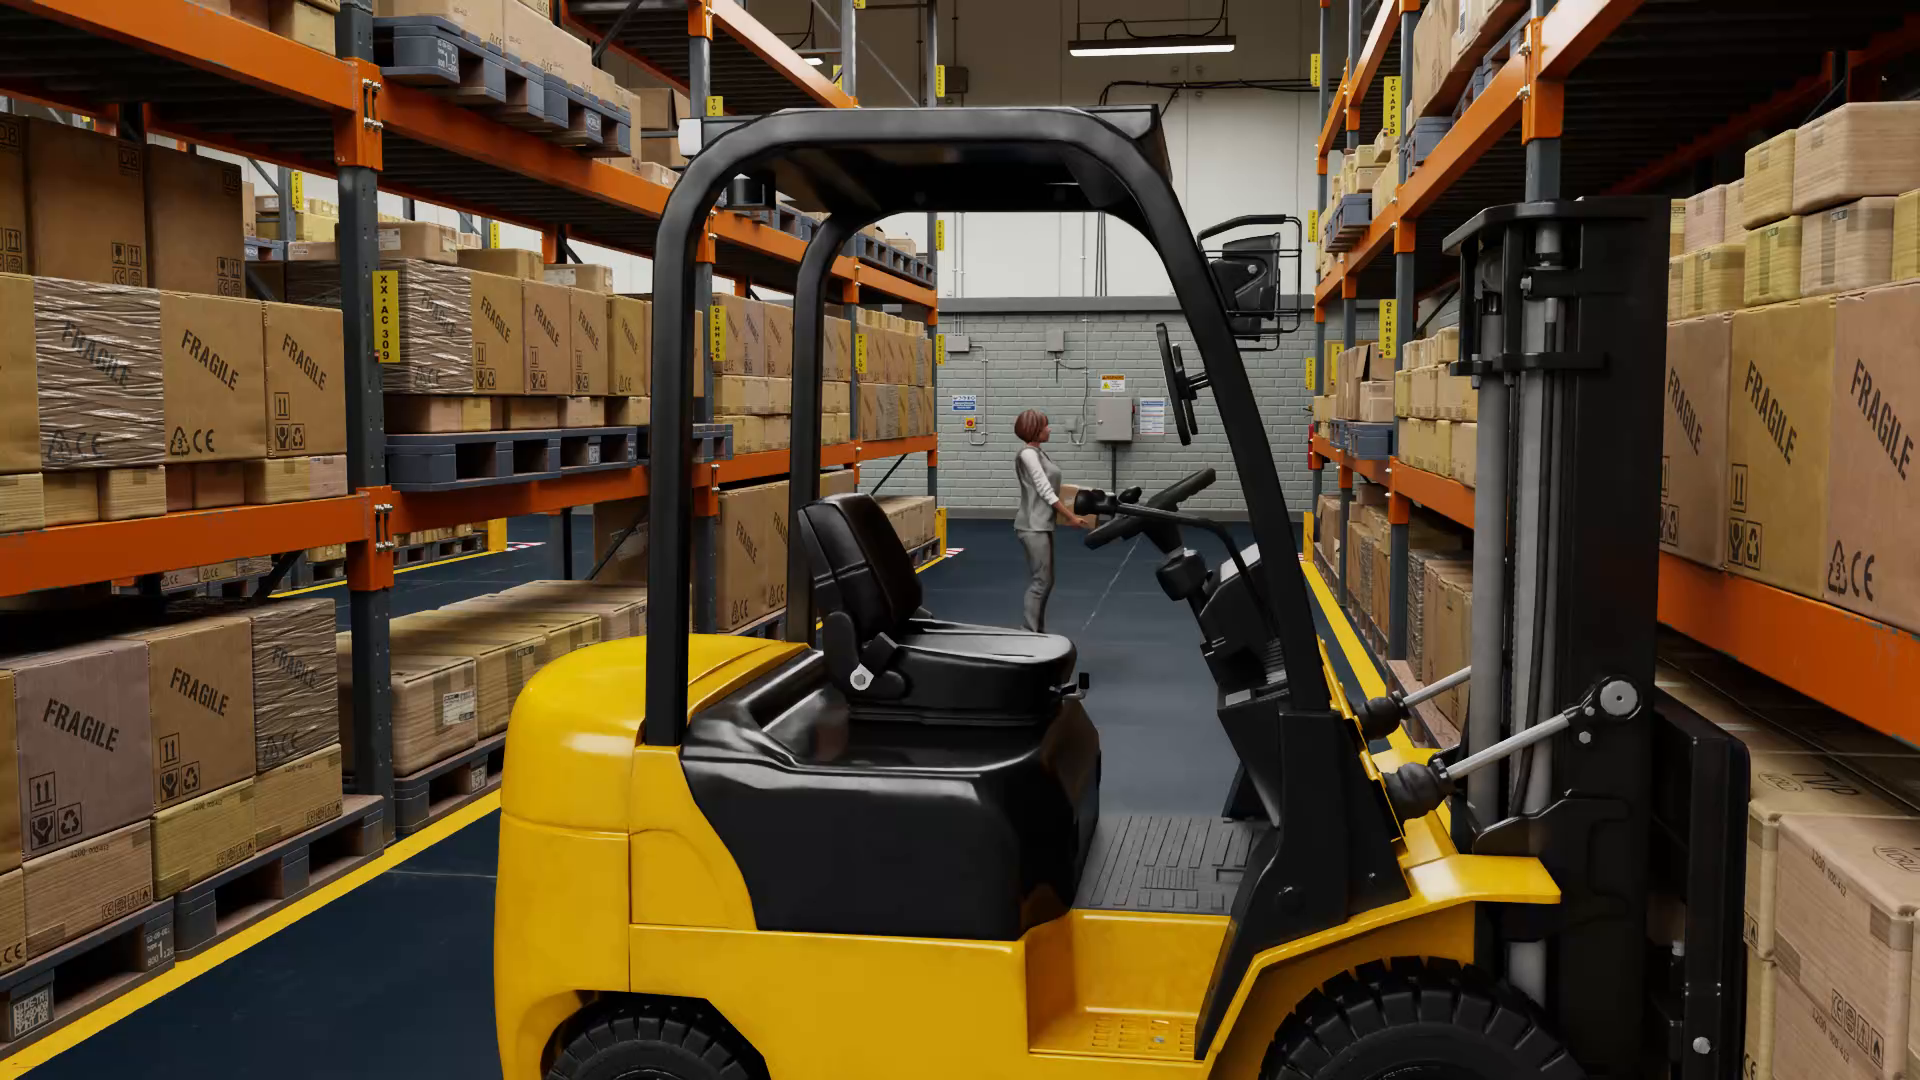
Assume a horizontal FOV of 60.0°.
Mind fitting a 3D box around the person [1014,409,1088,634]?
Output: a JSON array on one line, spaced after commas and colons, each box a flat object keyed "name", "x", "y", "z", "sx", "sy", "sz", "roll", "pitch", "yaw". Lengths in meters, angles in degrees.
[{"name": "person", "x": 0.593, "y": -0.047, "z": 10.735, "sx": 0.494, "sy": 1.593, "sz": 0.404, "roll": 1, "pitch": 5, "yaw": 10}]
